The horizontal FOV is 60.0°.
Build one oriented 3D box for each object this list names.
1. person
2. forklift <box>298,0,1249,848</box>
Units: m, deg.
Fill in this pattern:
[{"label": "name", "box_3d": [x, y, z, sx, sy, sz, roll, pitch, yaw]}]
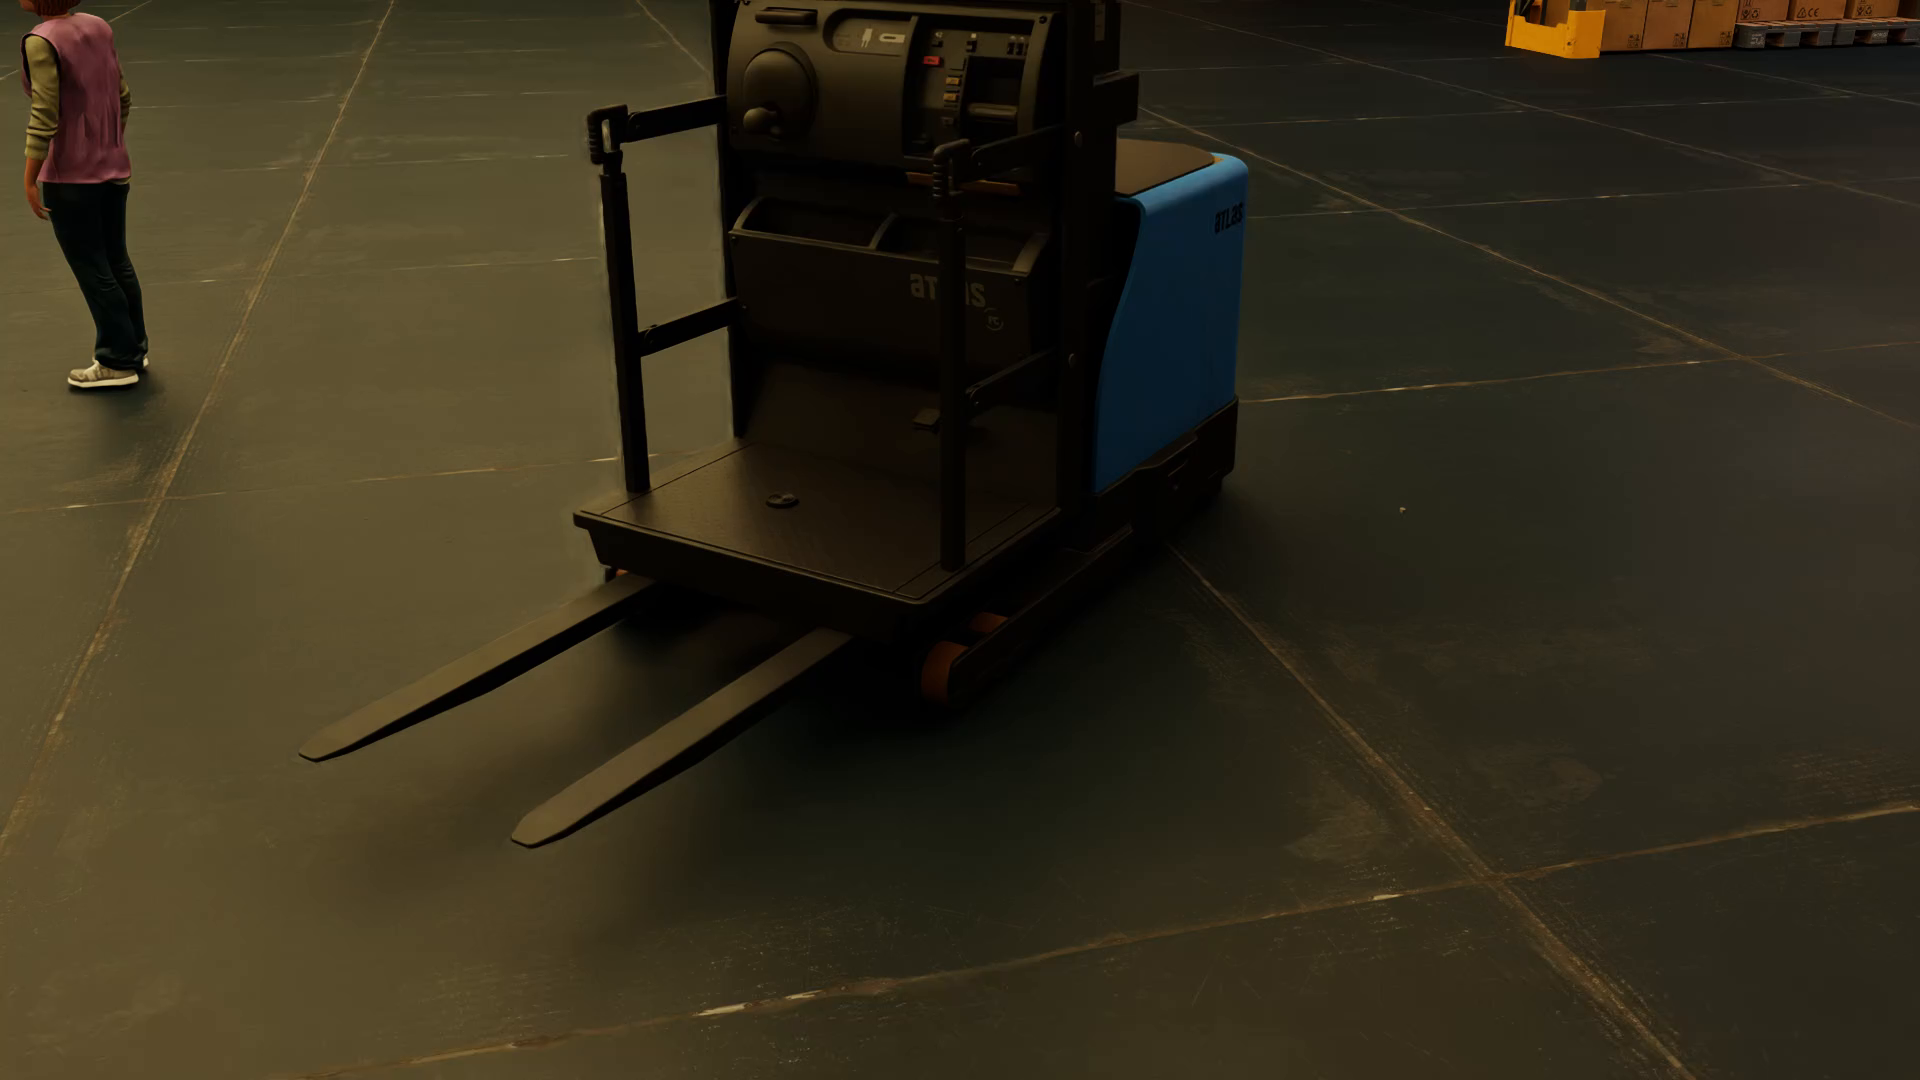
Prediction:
[{"label": "person", "box_3d": [-3.304, -1.343, 6.159, 0.470, 1.596, 0.515, 5, 24, 11]}, {"label": "forklift", "box_3d": [-0.302, -1.140, 3.990, 1.130, 2.935, 3.031, 13, 27, 29]}]
